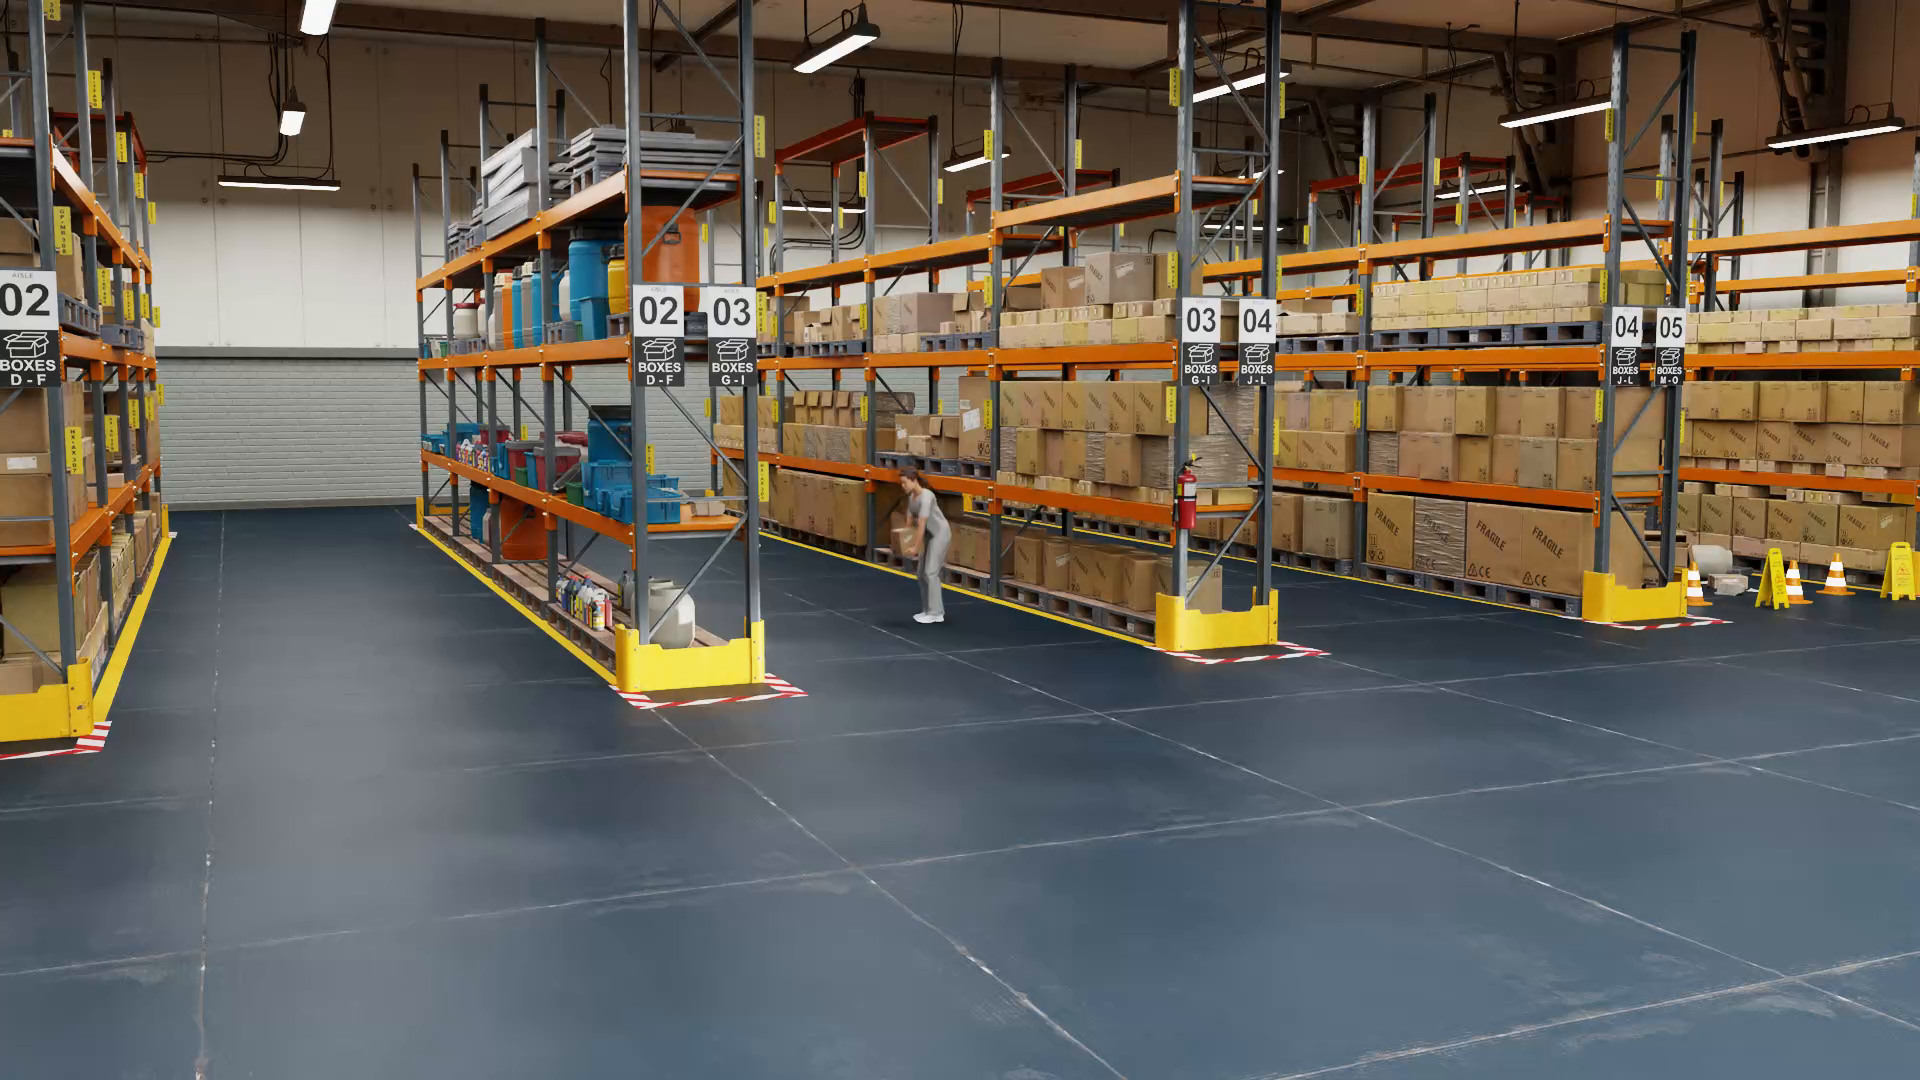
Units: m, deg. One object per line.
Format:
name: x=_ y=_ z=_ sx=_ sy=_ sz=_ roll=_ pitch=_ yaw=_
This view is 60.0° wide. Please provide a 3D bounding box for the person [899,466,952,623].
person: x=-0.358 y=0.045 z=16.945 sx=0.546 sy=1.597 sz=0.404 roll=-3 pitch=6 yaw=-25
